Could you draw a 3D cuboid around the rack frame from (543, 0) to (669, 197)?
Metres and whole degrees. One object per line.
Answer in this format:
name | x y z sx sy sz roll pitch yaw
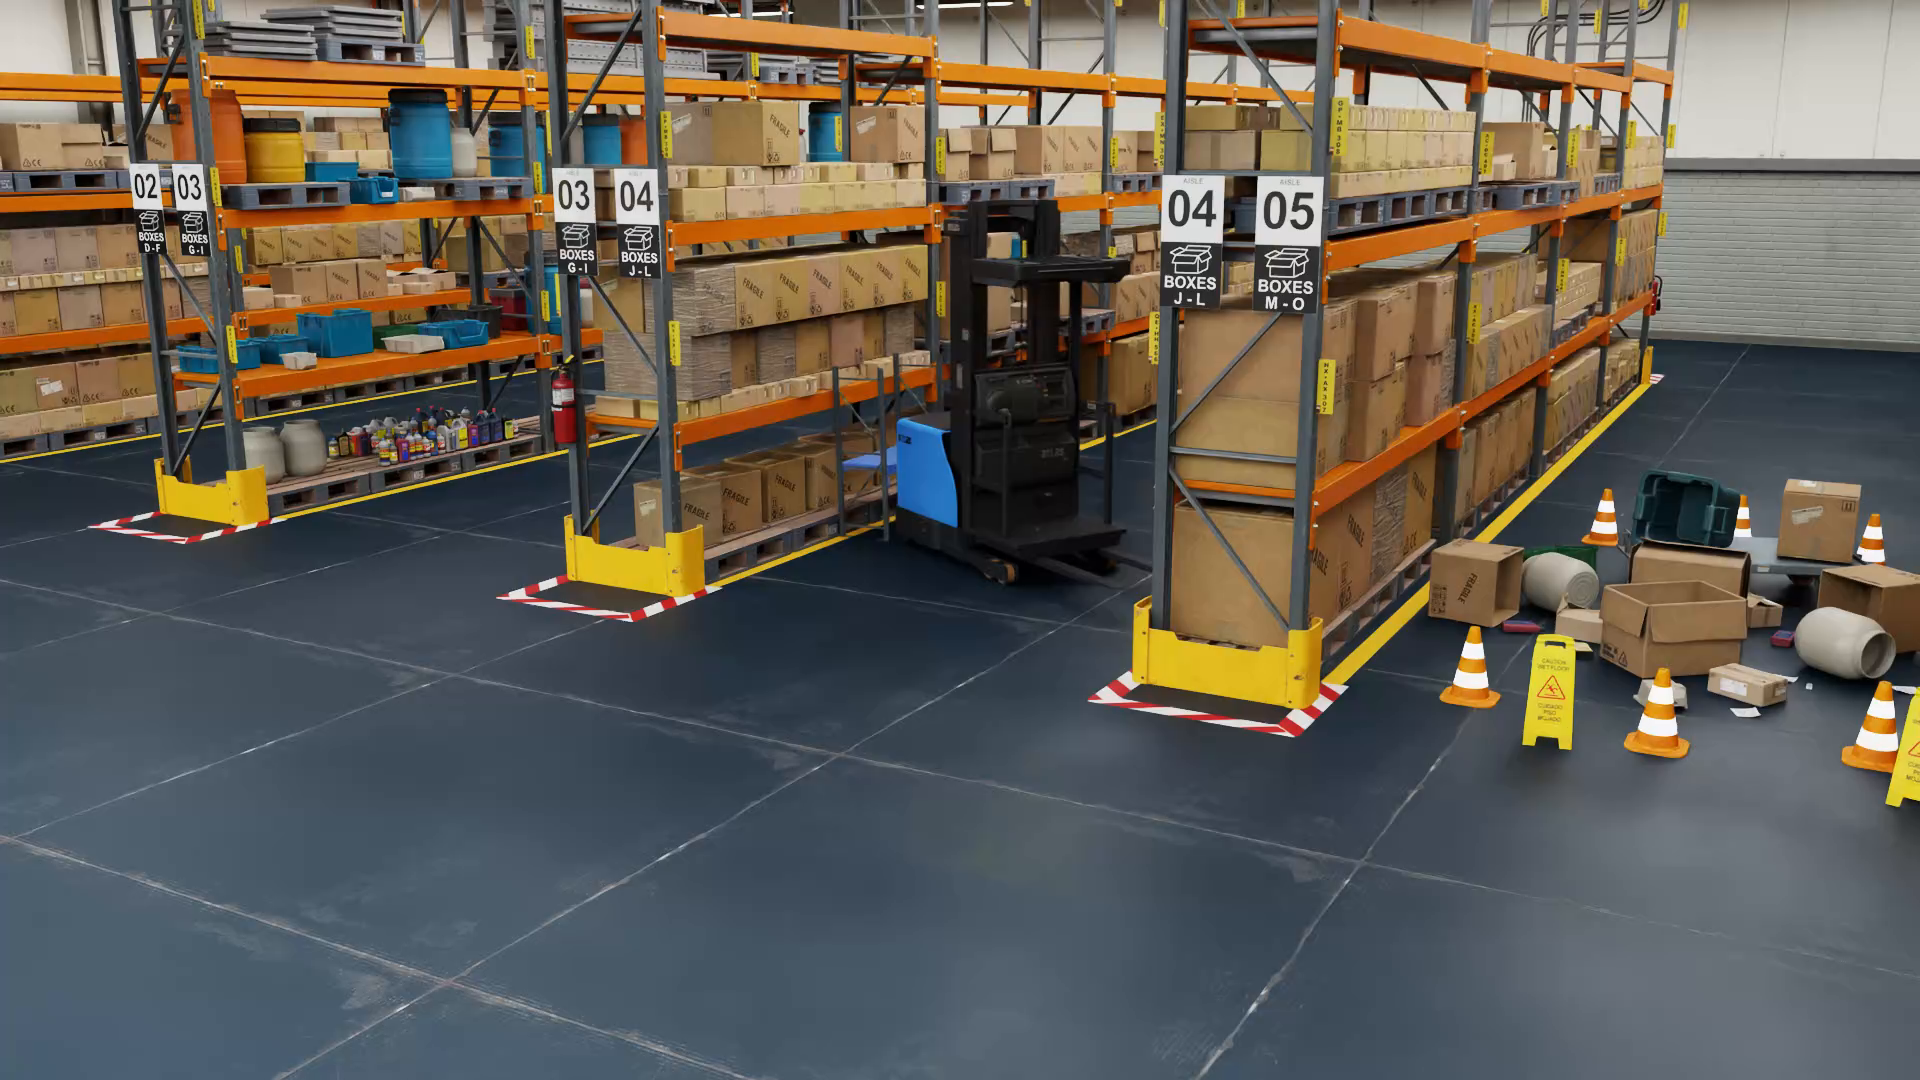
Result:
rack frame | -2.596 -4.018 12.000 1.000 3.000 0.127 7 15 28

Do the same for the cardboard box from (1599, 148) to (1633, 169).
cardboard box | 7.941 -4.681 20.402 0.500 0.250 0.500 8 16 30

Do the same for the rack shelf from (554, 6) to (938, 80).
rack shelf | -1.629 -4.077 13.786 1.077 0.370 4.000 7 15 28

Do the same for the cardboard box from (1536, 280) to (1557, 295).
cardboard box | 6.085 -2.660 17.537 0.380 0.149 0.250 7 15 27

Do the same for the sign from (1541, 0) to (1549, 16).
sign | 7.032 -6.455 19.947 0.100 0.325 0.005 7 15 28

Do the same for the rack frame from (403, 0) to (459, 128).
rack frame | -7.399 -6.783 23.466 1.000 3.000 0.127 7 15 28

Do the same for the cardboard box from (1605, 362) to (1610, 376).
cardboard box | 8.031 -2.185 21.115 0.380 0.149 0.250 8 16 31

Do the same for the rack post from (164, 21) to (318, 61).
rack post | -6.455 -4.477 14.969 0.937 0.300 0.954 9 16 34

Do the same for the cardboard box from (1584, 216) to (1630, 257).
cardboard box | 8.167 -3.833 21.052 0.500 0.500 0.500 7 15 26

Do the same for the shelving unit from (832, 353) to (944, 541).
shelving unit | -0.610 -0.852 14.828 0.538 1.500 1.048 5 14 28

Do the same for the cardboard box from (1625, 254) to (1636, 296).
cardboard box | 8.466 -3.449 21.591 0.500 0.500 0.500 7 15 27

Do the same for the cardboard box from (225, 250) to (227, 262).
cardboard box | -11.955 -4.591 26.026 0.700 0.500 0.500 5 15 21

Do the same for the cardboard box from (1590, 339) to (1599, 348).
cardboard box | 8.853 -2.770 23.540 0.380 0.149 0.250 8 16 29

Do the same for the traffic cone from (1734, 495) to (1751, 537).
traffic cone | 6.652 -0.152 14.177 0.336 0.463 0.334 7 15 28

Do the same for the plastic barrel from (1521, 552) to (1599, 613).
plastic barrel | 4.425 0.319 12.305 0.421 0.421 0.512 -5 14 -20

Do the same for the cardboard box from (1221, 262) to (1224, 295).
cardboard box | 3.218 -3.485 22.377 0.500 0.500 0.500 7 15 28

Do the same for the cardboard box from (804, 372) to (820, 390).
cardboard box | -1.435 -1.374 14.369 0.380 0.149 0.250 7 15 28

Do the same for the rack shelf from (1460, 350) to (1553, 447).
rack shelf | 4.598 -1.400 15.476 1.077 0.370 4.000 7 15 28

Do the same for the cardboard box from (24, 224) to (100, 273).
cardboard box | -10.269 -3.324 18.940 0.700 0.500 0.500 7 15 28

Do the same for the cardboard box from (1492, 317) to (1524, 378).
cardboard box | 4.854 -1.776 15.285 0.500 0.500 0.500 8 16 29

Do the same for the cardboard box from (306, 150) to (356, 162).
cardboard box | -8.354 -5.020 21.981 0.500 0.250 0.500 6 15 23

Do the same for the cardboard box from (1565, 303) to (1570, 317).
cardboard box | 6.473 -2.532 18.276 0.380 0.149 0.250 8 16 30

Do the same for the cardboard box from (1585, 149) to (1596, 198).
cardboard box | 6.546 -3.961 17.948 0.500 0.500 0.500 7 15 28

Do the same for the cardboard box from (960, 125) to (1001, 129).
cardboard box | 0.334 -4.218 17.949 0.500 0.500 0.500 7 15 26

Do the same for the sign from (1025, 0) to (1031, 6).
sign | 0.784 -6.253 18.937 0.100 0.325 0.005 7 15 28

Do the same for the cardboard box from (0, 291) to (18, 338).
cardboard box | -10.779 -2.476 18.190 0.700 0.500 0.500 8 16 29

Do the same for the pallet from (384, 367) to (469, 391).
pallet | -7.831 -2.346 23.814 1.003 0.211 1.213 7 15 28

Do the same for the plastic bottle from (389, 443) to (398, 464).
plastic bottle | -5.732 -0.874 16.791 0.097 0.201 0.097 0 14 0

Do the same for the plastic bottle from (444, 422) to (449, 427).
plastic bottle | -5.408 -1.113 17.606 0.061 0.283 0.133 7 15 28

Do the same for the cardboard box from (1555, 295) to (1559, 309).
cardboard box | 6.103 -2.519 17.588 0.380 0.149 0.250 8 16 31

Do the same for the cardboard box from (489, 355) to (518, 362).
cardboard box | -6.928 -2.926 24.664 0.500 0.500 0.500 8 16 30

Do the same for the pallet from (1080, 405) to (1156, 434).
pallet | 1.719 -1.541 20.473 1.003 0.211 1.213 7 15 28

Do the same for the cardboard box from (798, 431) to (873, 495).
cardboard box | -1.161 -0.715 15.538 0.500 0.500 0.500 -12 18 -41

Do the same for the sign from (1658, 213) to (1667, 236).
sign | 9.908 -4.451 23.451 0.100 0.325 0.005 7 15 28

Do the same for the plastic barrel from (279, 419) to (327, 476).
plastic barrel | -6.438 -0.904 16.295 0.421 0.512 0.421 0 14 0

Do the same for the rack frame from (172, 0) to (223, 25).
rack frame | -11.737 -7.343 25.791 1.000 3.000 0.127 7 15 28

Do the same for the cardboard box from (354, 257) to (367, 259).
cardboard box | -10.371 -4.778 28.444 0.380 0.149 0.250 7 15 26

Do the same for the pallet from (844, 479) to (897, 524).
pallet | -0.956 -0.425 15.845 1.003 0.211 1.213 7 15 28

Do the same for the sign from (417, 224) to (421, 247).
sign | -7.878 -4.450 24.290 0.100 0.325 0.005 7 15 28

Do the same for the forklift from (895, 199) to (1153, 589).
forklift | 0.641 -1.197 13.246 1.130 2.935 3.031 -8 16 -31

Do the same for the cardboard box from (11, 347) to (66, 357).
cardboard box | -13.329 -2.757 23.966 0.700 0.500 0.500 8 16 30

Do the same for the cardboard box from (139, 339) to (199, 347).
cardboard box | -9.830 -2.218 20.703 0.500 0.500 0.500 7 15 28

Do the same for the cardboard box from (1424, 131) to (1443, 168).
cardboard box | 3.130 -2.786 11.866 0.500 0.250 0.500 7 15 28

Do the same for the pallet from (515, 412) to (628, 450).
pallet | -4.652 -1.293 19.448 1.003 0.211 1.213 7 15 28

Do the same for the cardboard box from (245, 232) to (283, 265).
cardboard box | -11.278 -4.700 26.739 0.500 0.500 0.500 8 16 30

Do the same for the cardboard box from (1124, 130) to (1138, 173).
cardboard box | 1.844 -4.774 20.427 0.500 0.500 0.500 8 16 31

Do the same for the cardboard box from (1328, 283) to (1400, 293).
cardboard box | 2.628 -1.535 11.876 0.875 0.550 0.500 7 15 28

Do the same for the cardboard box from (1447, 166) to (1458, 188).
cardboard box | 3.489 -2.713 12.411 0.380 0.149 0.250 8 16 29

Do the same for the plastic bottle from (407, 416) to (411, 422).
plastic bottle | -5.959 -1.190 17.928 0.061 0.283 0.133 8 16 31

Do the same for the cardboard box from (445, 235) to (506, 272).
cardboard box | -7.193 -4.261 24.698 0.700 0.500 0.500 2 14 9

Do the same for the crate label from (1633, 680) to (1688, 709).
crate label | 4.348 0.954 10.284 0.250 0.136 0.298 0 14 -1

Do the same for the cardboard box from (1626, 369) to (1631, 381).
cardboard box | 8.945 -2.268 22.727 0.380 0.149 0.250 7 15 26

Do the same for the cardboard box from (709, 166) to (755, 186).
cardboard box | -1.842 -2.867 13.094 0.380 0.149 0.250 8 16 30

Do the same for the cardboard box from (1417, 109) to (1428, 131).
cardboard box | 2.999 -2.893 11.460 0.380 0.149 0.250 8 16 29

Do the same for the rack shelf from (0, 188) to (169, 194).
rack shelf | -12.704 -5.125 24.525 1.077 0.370 4.000 7 15 28

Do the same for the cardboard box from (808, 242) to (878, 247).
cardboard box | -1.102 -2.538 15.680 0.500 0.500 0.500 7 15 28
